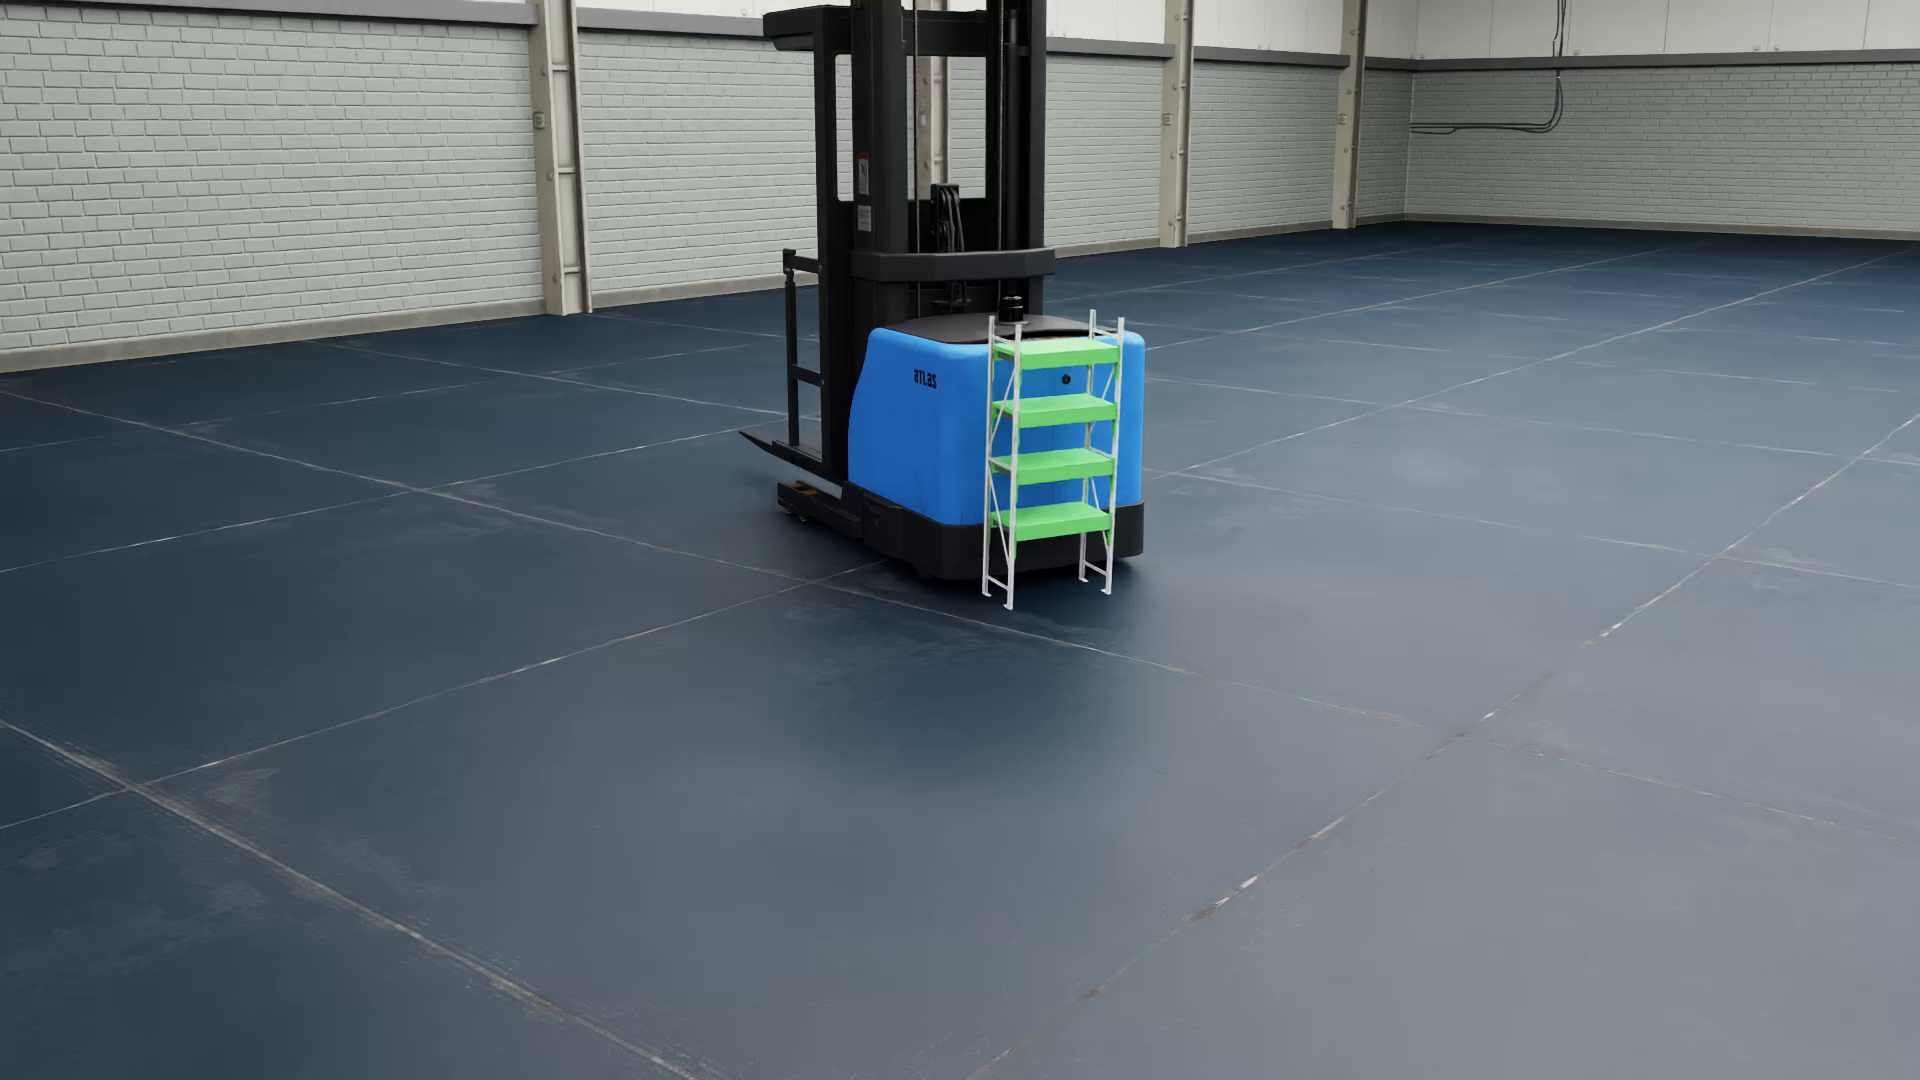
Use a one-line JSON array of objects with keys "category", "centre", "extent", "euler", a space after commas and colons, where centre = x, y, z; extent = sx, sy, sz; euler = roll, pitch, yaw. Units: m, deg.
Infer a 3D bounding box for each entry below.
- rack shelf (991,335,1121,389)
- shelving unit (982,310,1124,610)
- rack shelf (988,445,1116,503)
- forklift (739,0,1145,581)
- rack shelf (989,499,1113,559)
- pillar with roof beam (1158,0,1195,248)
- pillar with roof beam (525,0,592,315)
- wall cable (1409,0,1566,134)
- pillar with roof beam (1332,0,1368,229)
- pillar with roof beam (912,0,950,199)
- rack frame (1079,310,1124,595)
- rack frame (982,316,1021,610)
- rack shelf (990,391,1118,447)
[{"category": "rack shelf", "centre": [0.395, -0.741, 6.890], "extent": [0.480, 0.148, 0.258], "euler": [-7, 19, -27]}, {"category": "shelving unit", "centre": [0.386, -0.342, 7.009], "extent": [0.503, 1.200, 0.258], "euler": [-7, 19, -27]}, {"category": "rack shelf", "centre": [0.385, -0.281, 7.027], "extent": [0.480, 0.148, 0.258], "euler": [-7, 19, -27]}, {"category": "forklift", "centre": [-0.294, -1.558, 8.303], "extent": [1.130, 2.935, 3.031], "euler": [-7, 16, -27]}, {"category": "rack shelf", "centre": [0.380, -0.051, 7.096], "extent": [0.480, 0.148, 0.258], "euler": [-7, 19, -27]}, {"category": "pillar with roof beam", "centre": [6.753, -8.395, 22.892], "extent": [9.100, 9.000, 0.400], "euler": [11, 18, 38]}, {"category": "pillar with roof beam", "centre": [-0.789, -6.097, 13.846], "extent": [9.100, 9.000, 0.400], "euler": [11, 18, 38]}, {"category": "wall cable", "centre": [10.055, -9.065, 31.835], "extent": [3.097, 2.526, 0.112], "euler": [11, 18, 38]}, {"category": "pillar with roof beam", "centre": [10.524, -9.544, 27.415], "extent": [9.100, 9.000, 0.400], "euler": [11, 18, 38]}, {"category": "pillar with roof beam", "centre": [2.982, -7.246, 18.369], "extent": [9.100, 9.000, 0.400], "euler": [11, 18, 38]}, {"category": "rack frame", "centre": [0.602, -0.370, 7.119], "extent": [0.015, 1.200, 0.240], "euler": [-7, 19, -27]}, {"category": "rack frame", "centre": [0.170, -0.314, 6.899], "extent": [0.015, 1.200, 0.240], "euler": [-7, 19, -27]}, {"category": "rack shelf", "centre": [0.390, -0.511, 6.959], "extent": [0.480, 0.148, 0.258], "euler": [-7, 19, -27]}]
